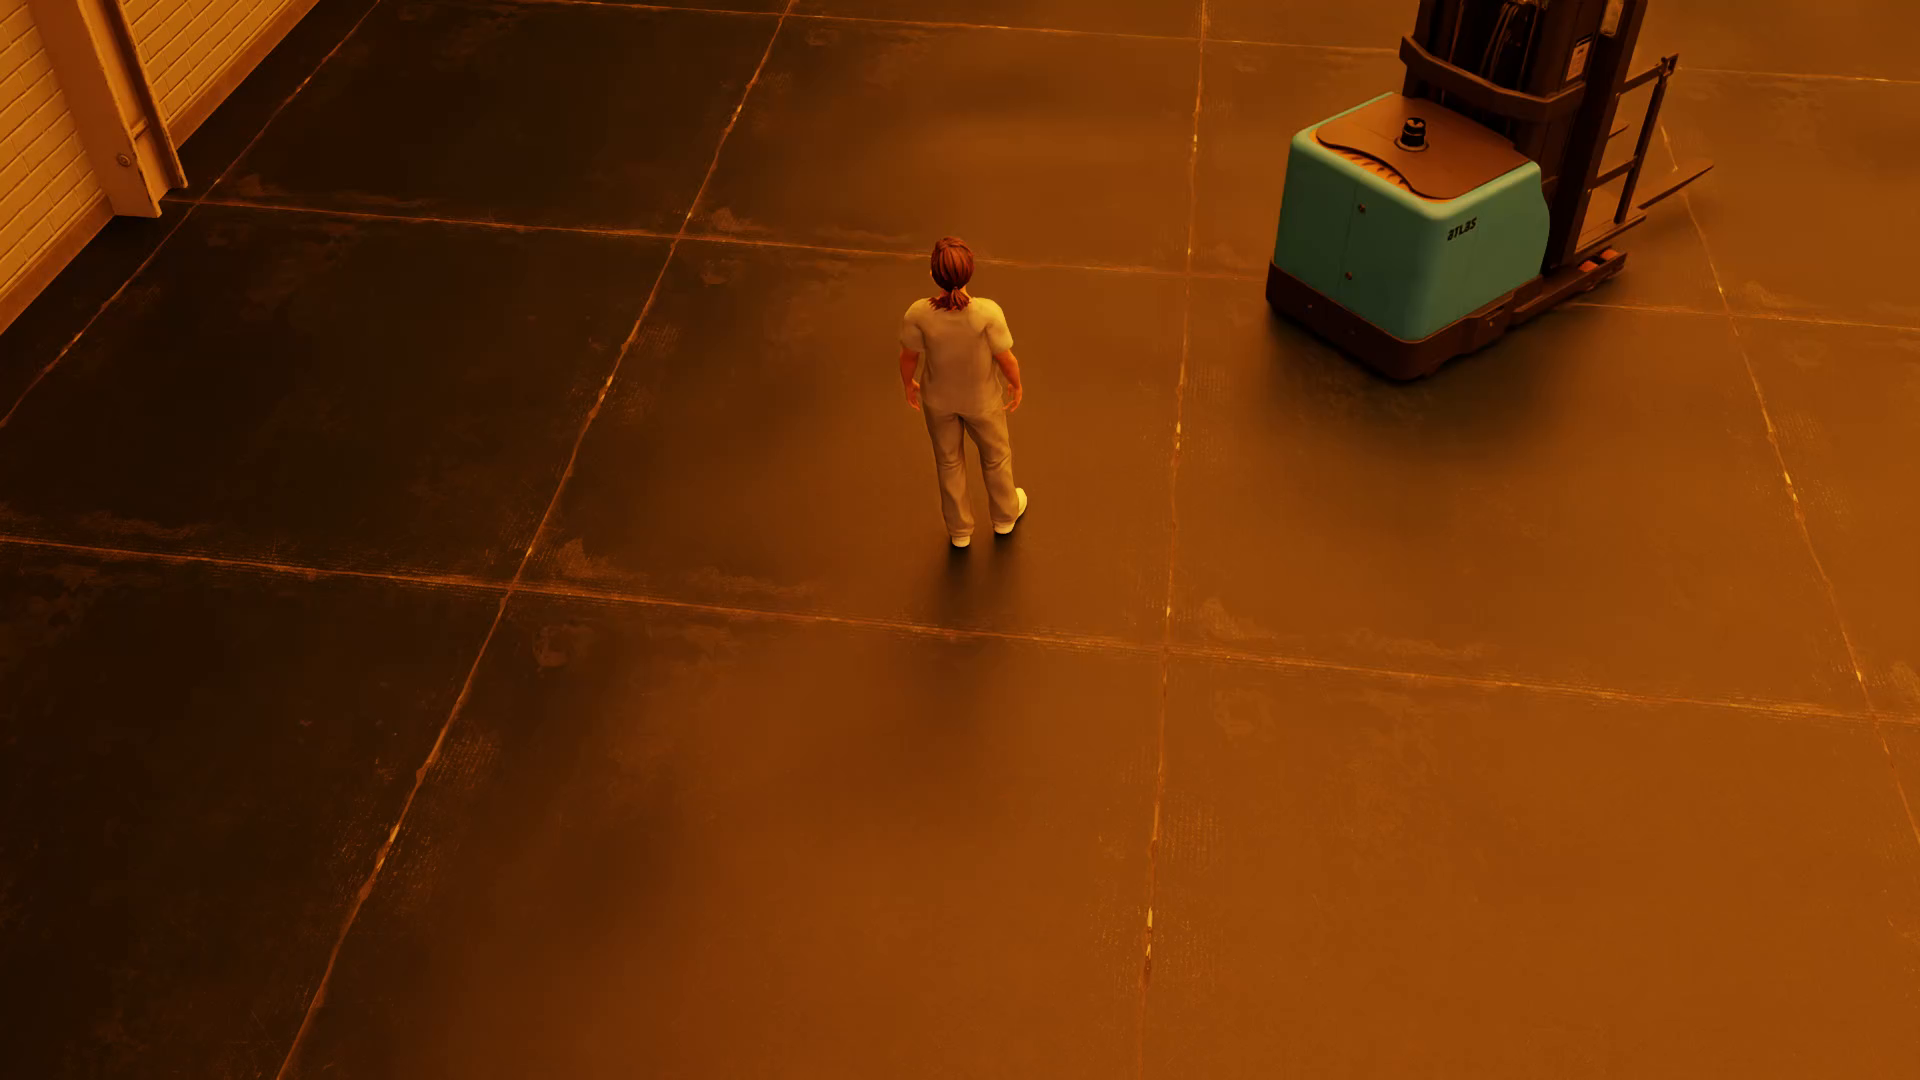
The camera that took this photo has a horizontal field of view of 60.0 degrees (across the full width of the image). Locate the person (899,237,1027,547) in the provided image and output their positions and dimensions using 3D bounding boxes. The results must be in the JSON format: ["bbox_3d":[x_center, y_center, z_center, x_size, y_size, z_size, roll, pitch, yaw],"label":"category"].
[{"bbox_3d":[0.023,-0.670,7.371,0.550,1.675,0.549,5,43,6],"label":"person"}]

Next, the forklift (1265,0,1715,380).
[{"bbox_3d":[3.170,-2.745,8.712,3.031,2.935,1.130,-28,49,-27],"label":"forklift"}]
